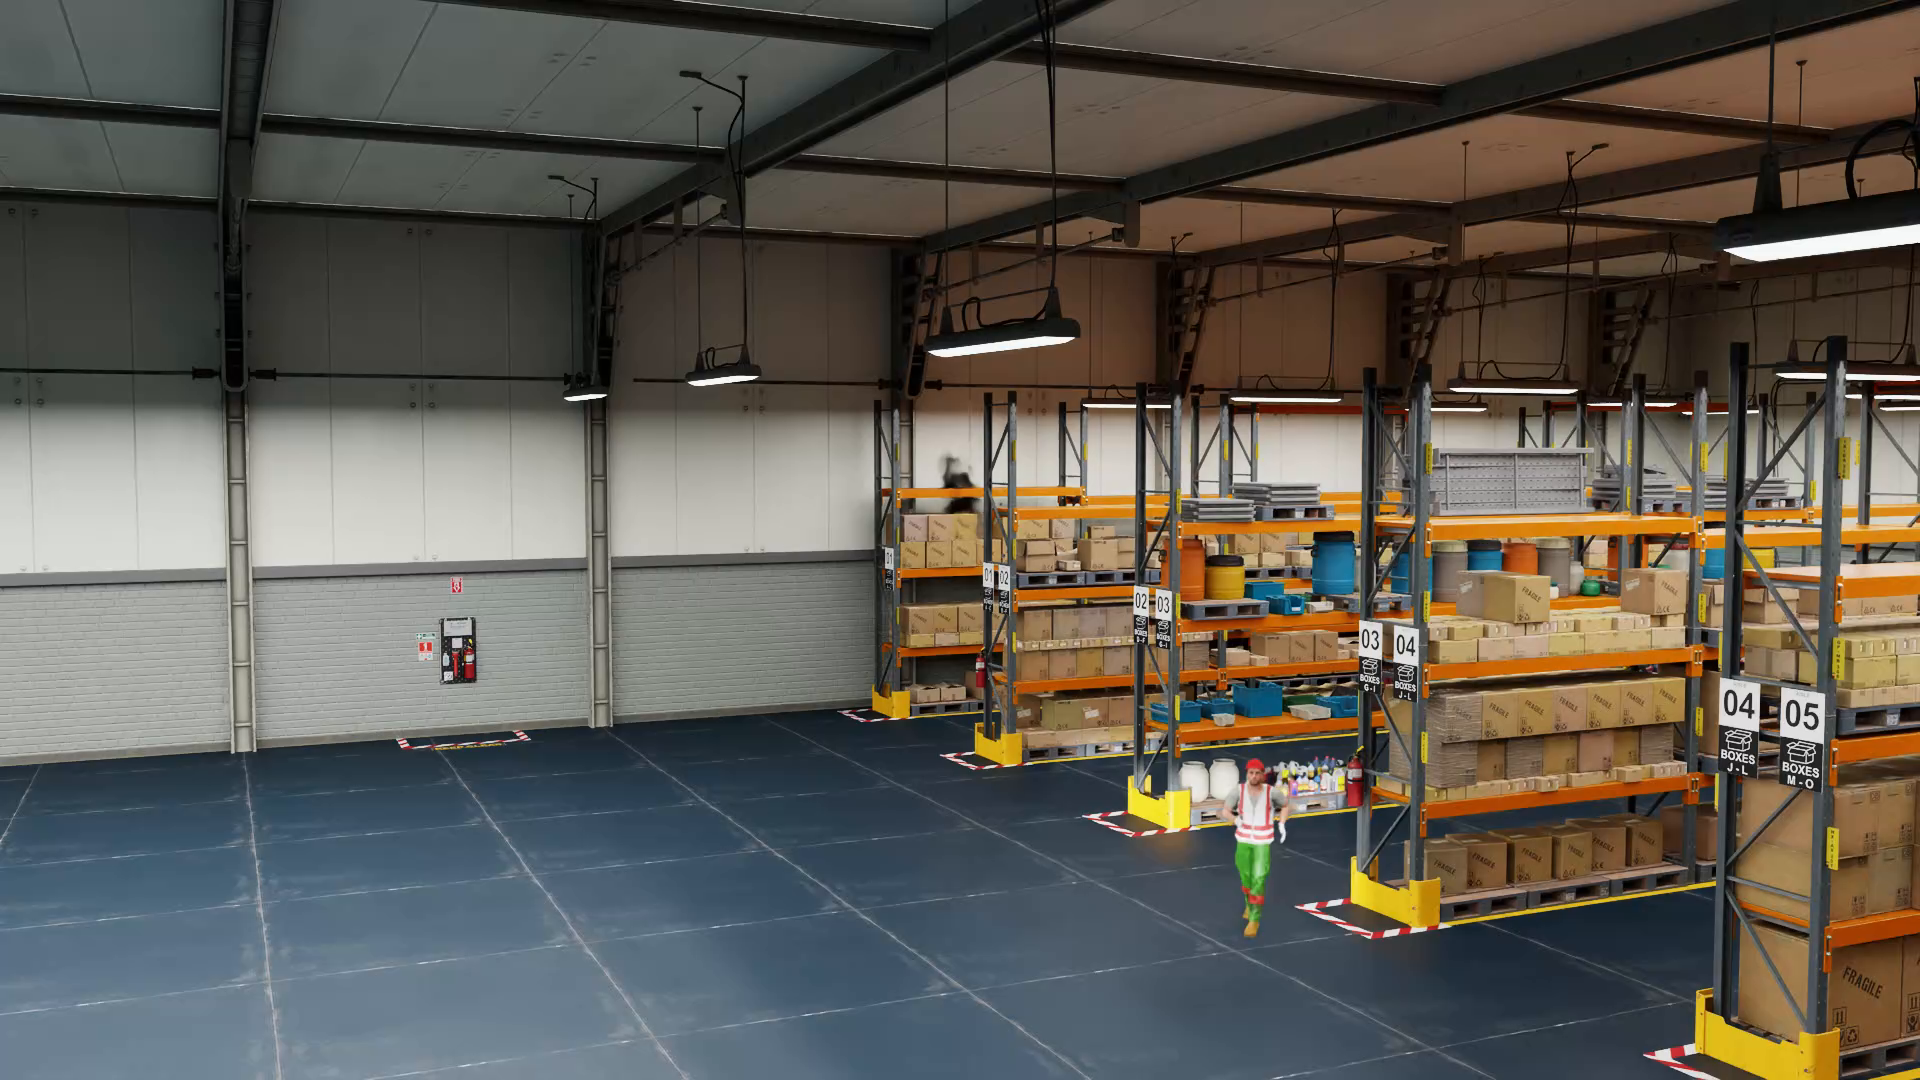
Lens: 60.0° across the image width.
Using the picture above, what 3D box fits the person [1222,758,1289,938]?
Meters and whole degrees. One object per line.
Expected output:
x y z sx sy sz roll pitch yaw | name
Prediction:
3.114 3.218 17.646 0.665 1.813 0.842 1 4 22 | person
